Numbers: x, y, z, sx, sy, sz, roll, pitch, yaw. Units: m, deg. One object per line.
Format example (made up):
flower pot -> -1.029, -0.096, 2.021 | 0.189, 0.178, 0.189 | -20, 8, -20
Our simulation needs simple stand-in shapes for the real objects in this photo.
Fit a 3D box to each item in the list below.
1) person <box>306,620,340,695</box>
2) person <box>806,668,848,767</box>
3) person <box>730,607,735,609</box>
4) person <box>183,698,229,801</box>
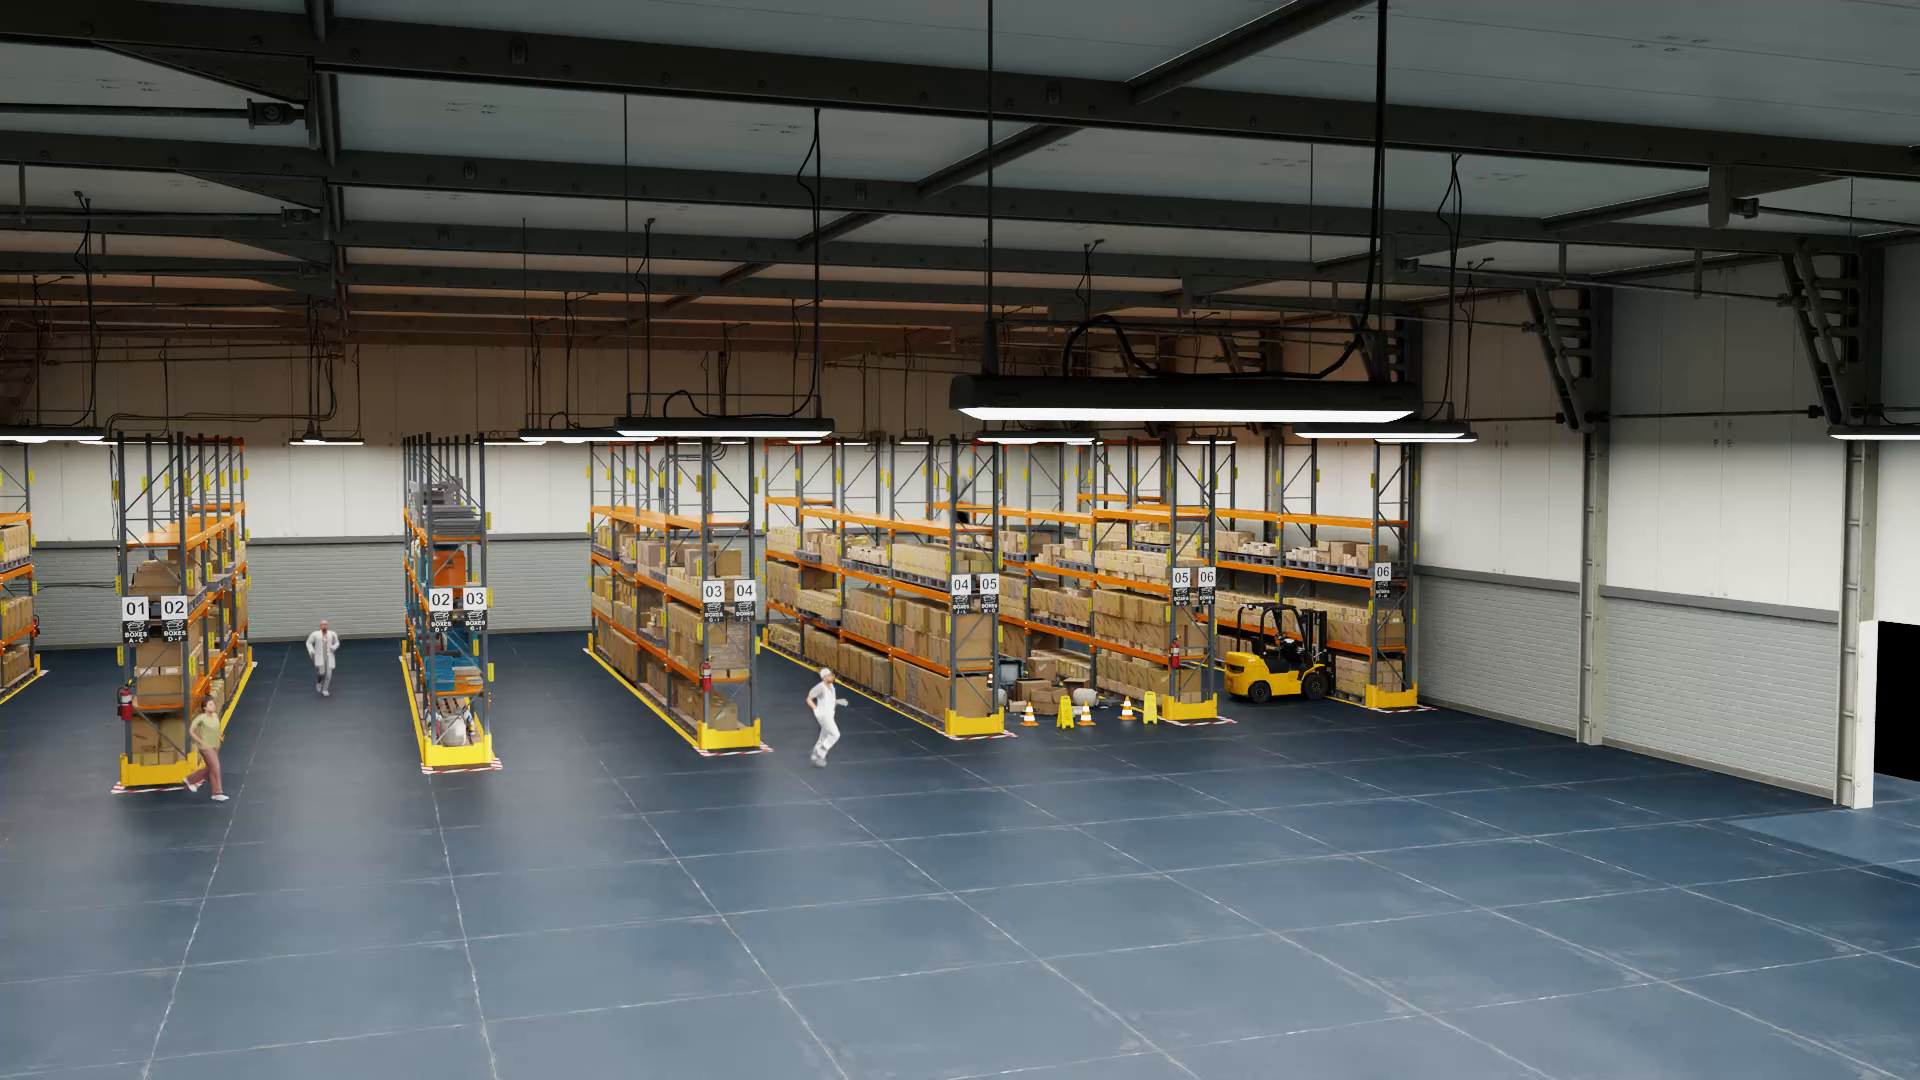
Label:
person -> -14.682, 2.727, 38.416 | 0.702, 1.738, 0.627 | -2, 4, -32
person -> -2.363, 3.181, 29.856 | 0.667, 1.770, 0.624 | 1, 3, 17
person -> -6.934, 2.181, 48.699 | 0.941, 1.679, 0.862 | -2, 4, -30
person -> -12.254, 3.382, 26.999 | 0.840, 1.662, 0.578 | 1, 3, 15
